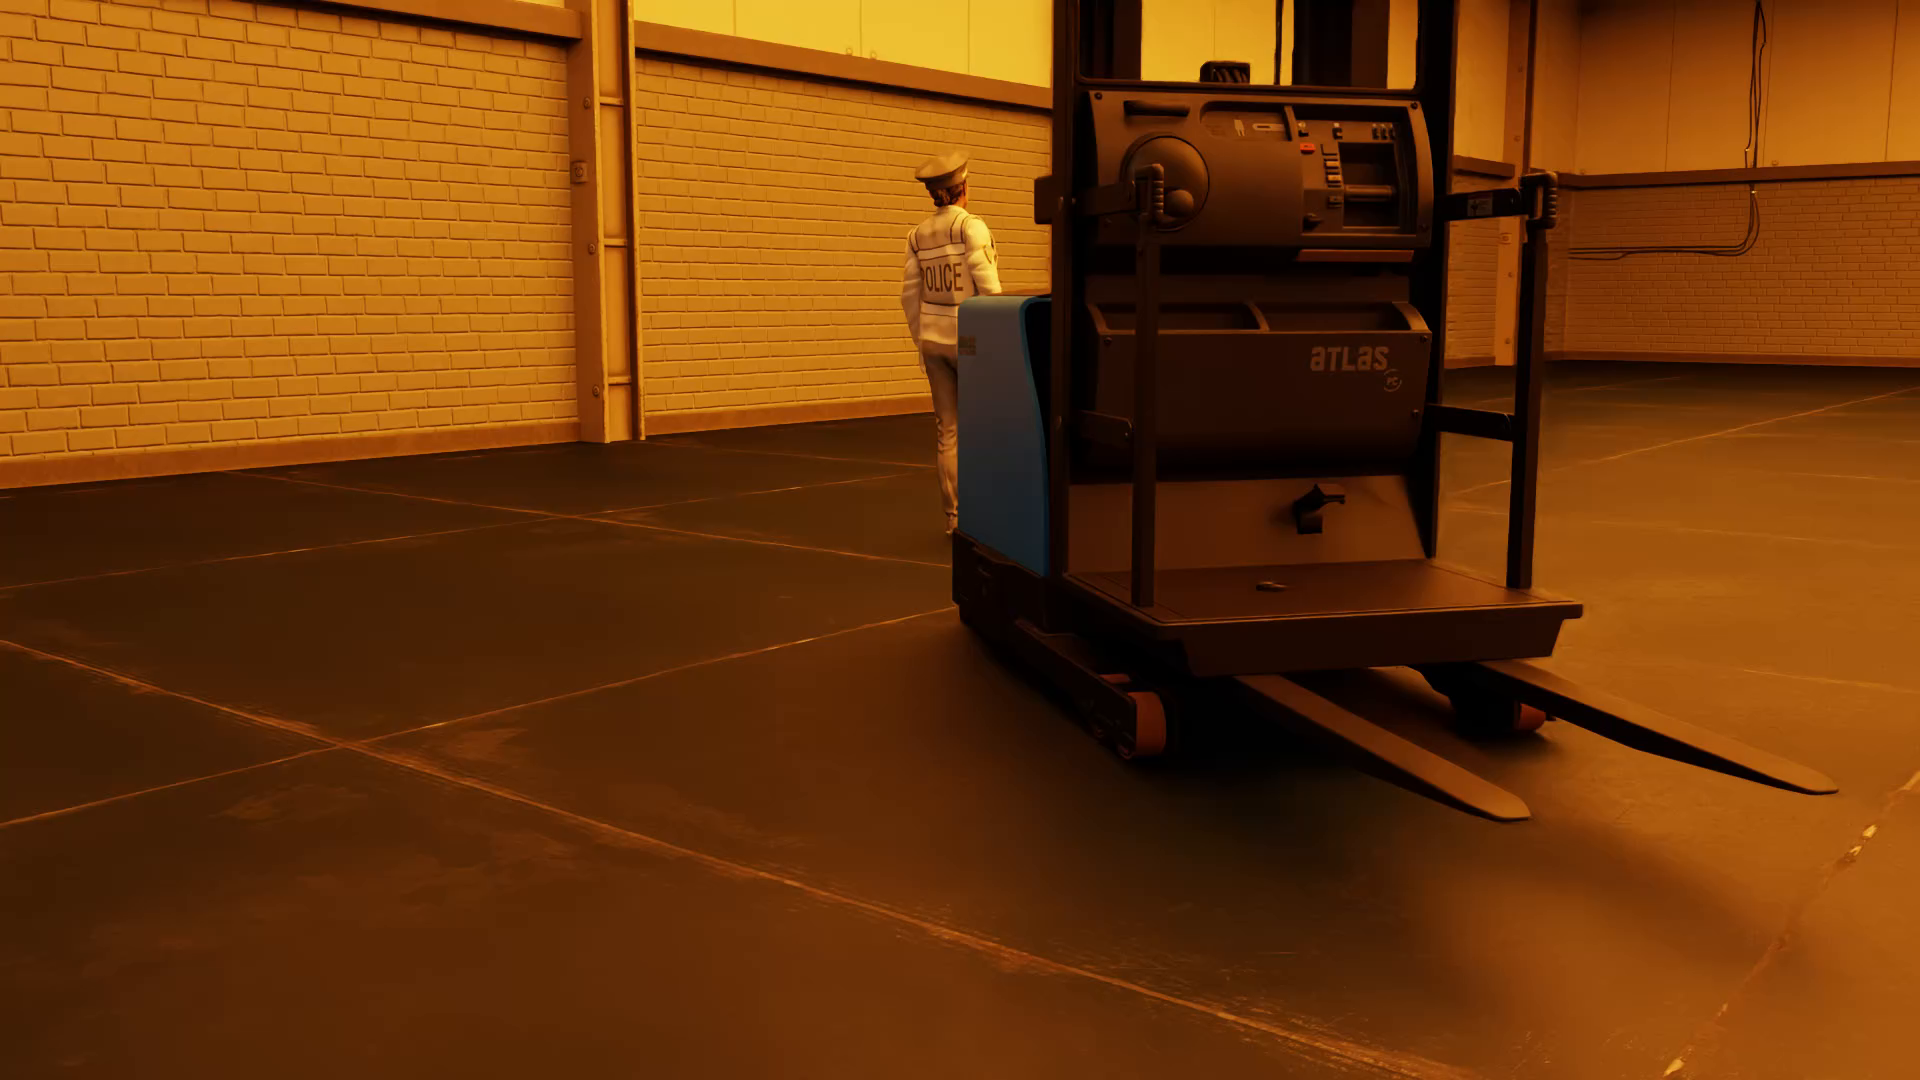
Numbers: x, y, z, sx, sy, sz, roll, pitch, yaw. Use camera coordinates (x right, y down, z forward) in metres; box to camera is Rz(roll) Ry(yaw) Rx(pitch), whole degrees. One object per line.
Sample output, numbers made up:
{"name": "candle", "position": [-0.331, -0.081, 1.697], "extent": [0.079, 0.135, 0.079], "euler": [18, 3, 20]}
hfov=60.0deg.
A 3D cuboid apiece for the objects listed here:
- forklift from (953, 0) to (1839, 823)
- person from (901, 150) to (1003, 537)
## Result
{"name": "forklift", "position": [0.836, -0.995, 4.085], "extent": [1.130, 2.935, 3.031], "euler": [-2, 9, -14]}
{"name": "person", "position": [0.049, -0.853, 7.330], "extent": [0.587, 1.694, 0.530], "euler": [7, 11, 38]}
